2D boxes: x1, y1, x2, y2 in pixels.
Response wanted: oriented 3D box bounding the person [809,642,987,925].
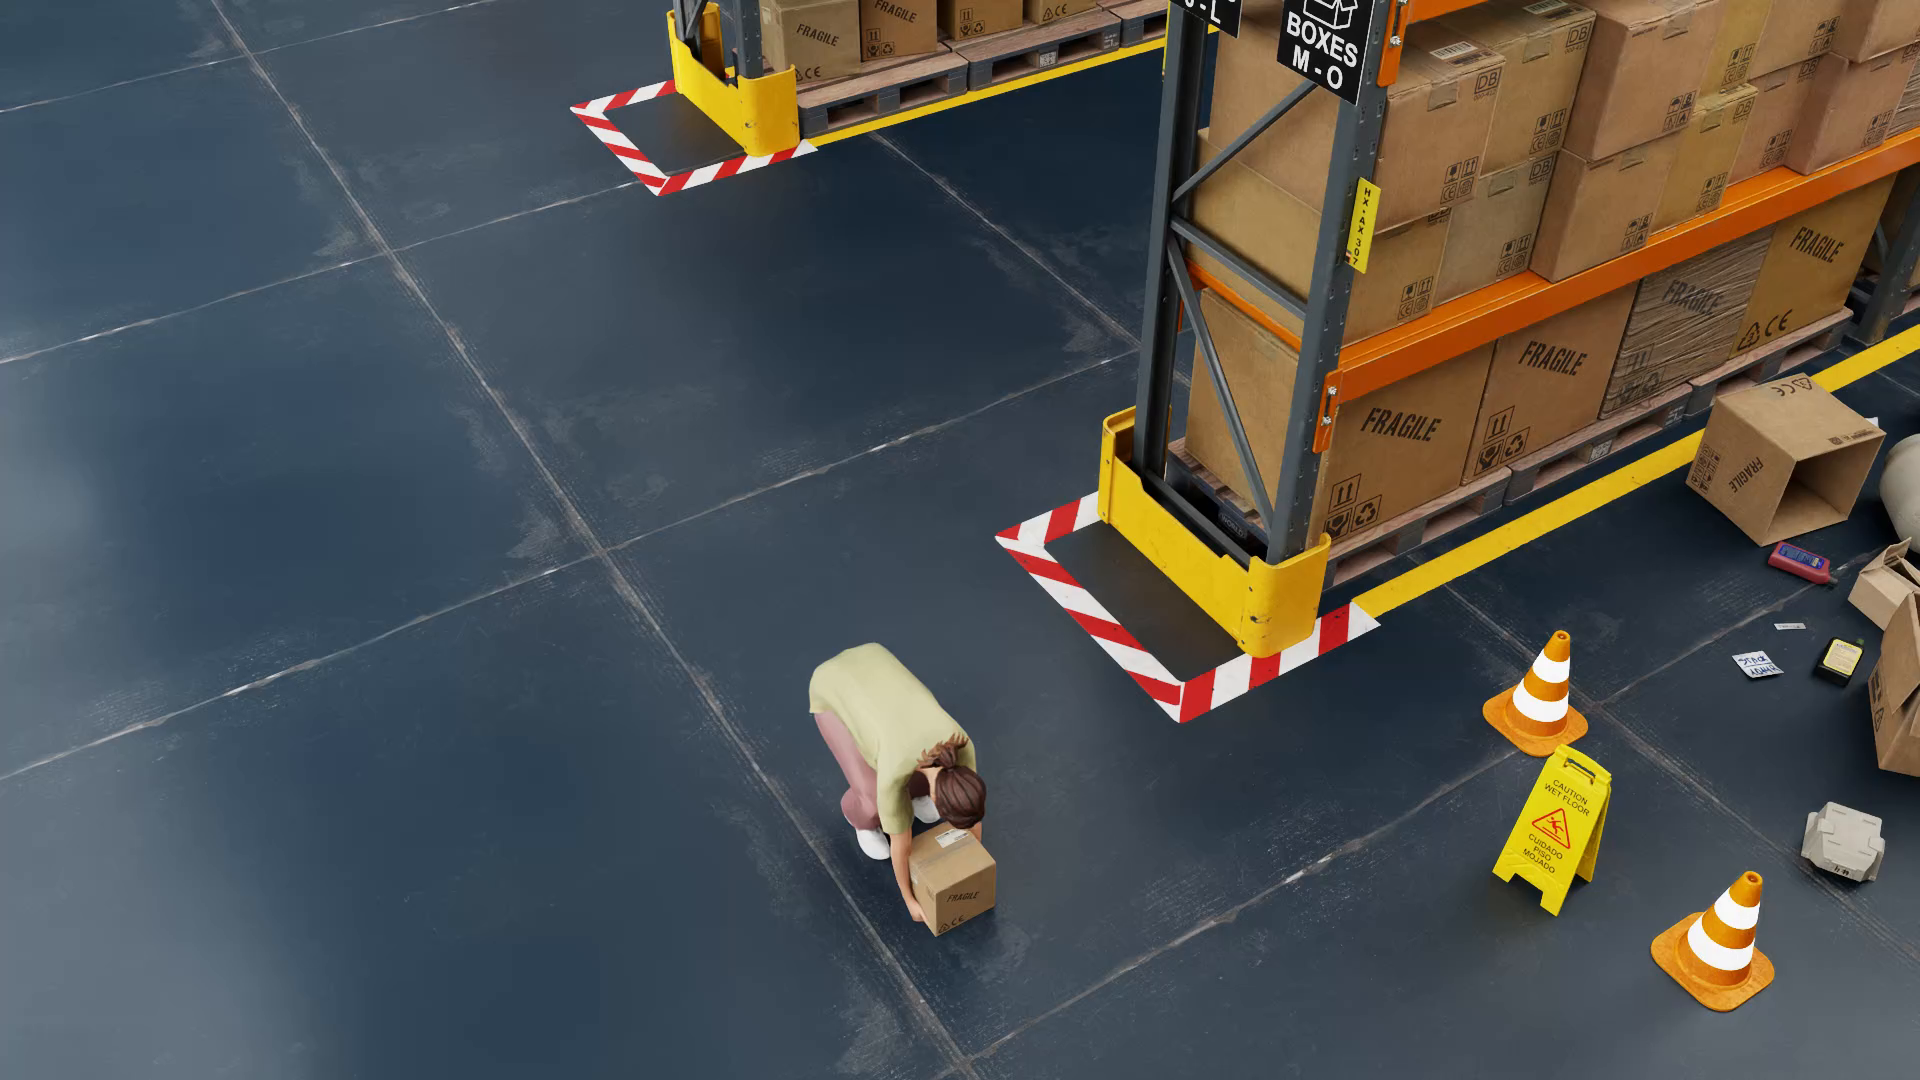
[{"bbox_3d":[-0.191,0.831,5.916,0.460,0.767,0.867,-24,46,-25],"label":"person"}]
